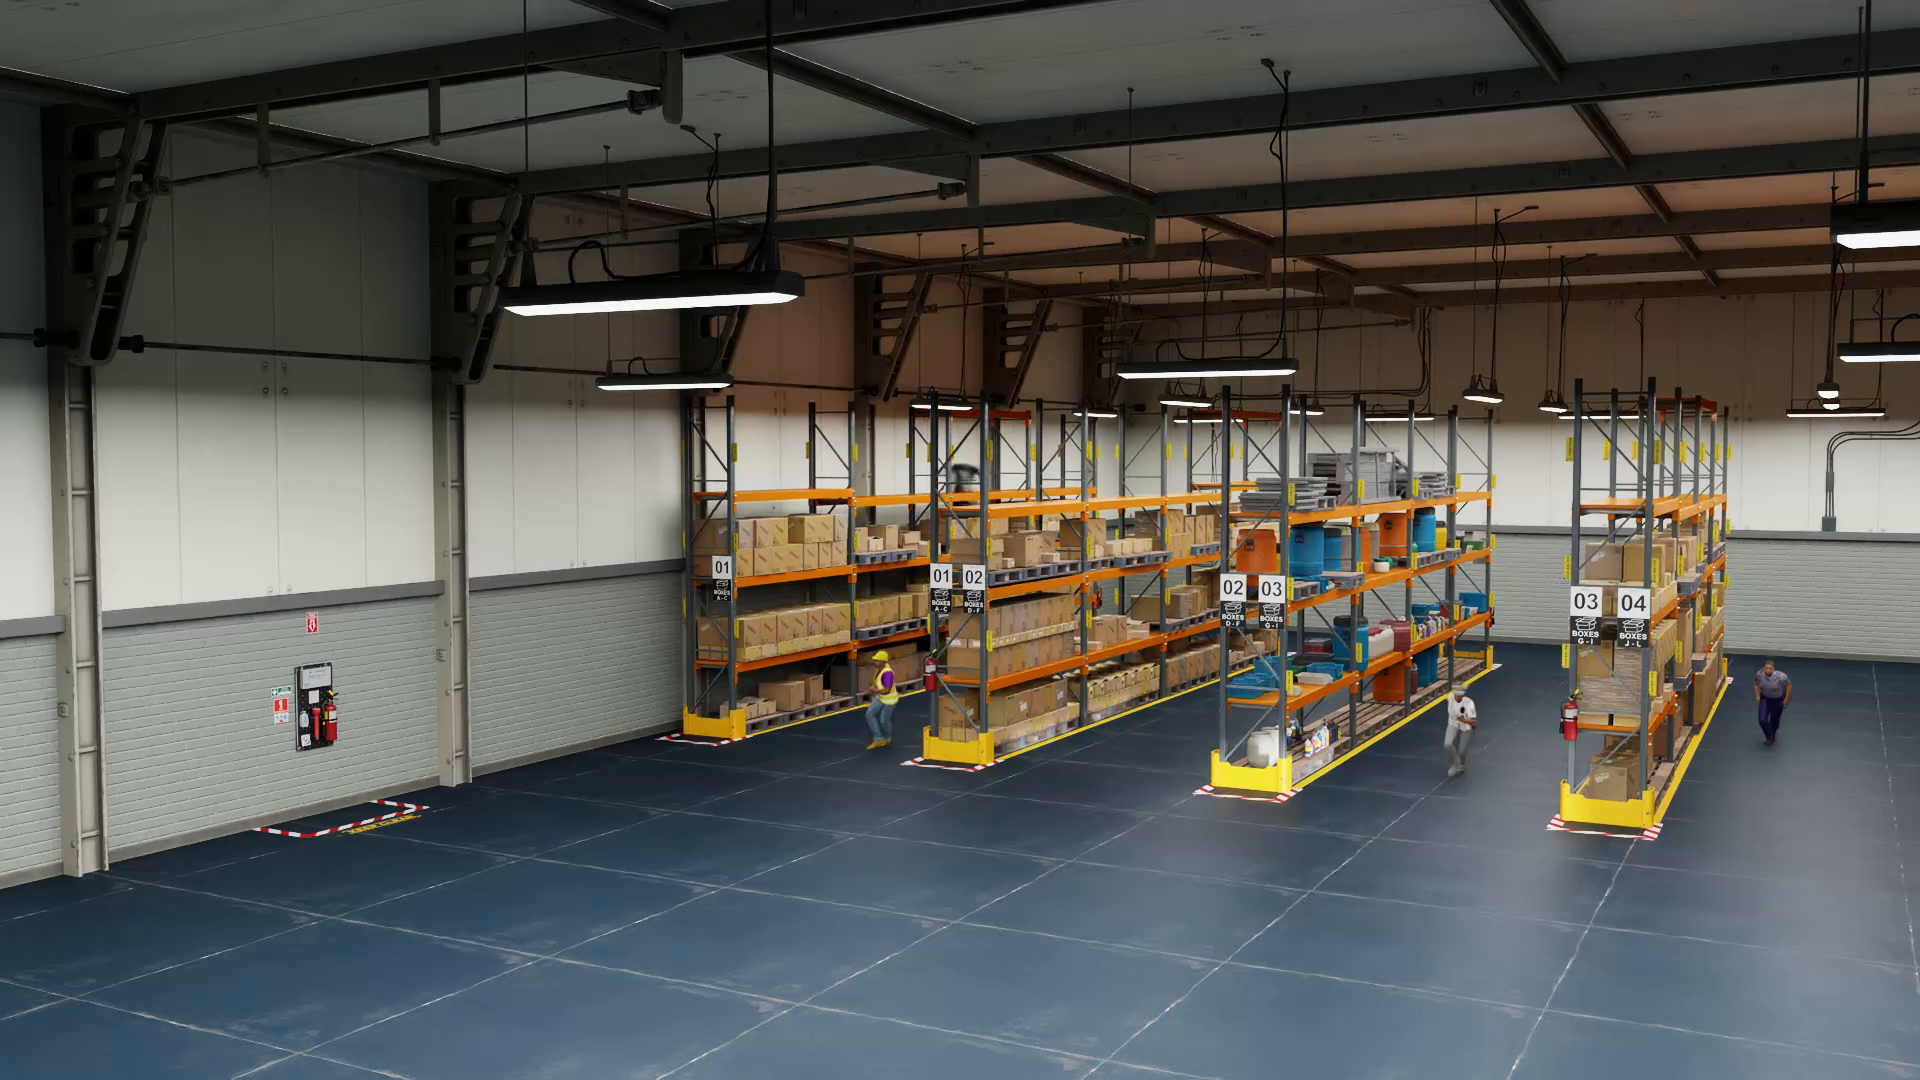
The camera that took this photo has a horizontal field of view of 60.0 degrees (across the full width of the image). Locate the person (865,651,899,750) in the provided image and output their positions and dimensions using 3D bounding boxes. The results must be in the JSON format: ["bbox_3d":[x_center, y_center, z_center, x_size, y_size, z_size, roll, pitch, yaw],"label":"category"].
[{"bbox_3d":[-1.301,2.674,27.905,0.727,1.664,0.835,-2,4,-38],"label":"person"}]

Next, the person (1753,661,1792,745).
[{"bbox_3d":[13.934,2.771,28.499,0.612,1.481,0.858,2,4,34],"label":"person"}]

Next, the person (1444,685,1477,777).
[{"bbox_3d":[7.724,2.912,25.608,0.540,1.442,1.076,2,3,29],"label":"person"}]
